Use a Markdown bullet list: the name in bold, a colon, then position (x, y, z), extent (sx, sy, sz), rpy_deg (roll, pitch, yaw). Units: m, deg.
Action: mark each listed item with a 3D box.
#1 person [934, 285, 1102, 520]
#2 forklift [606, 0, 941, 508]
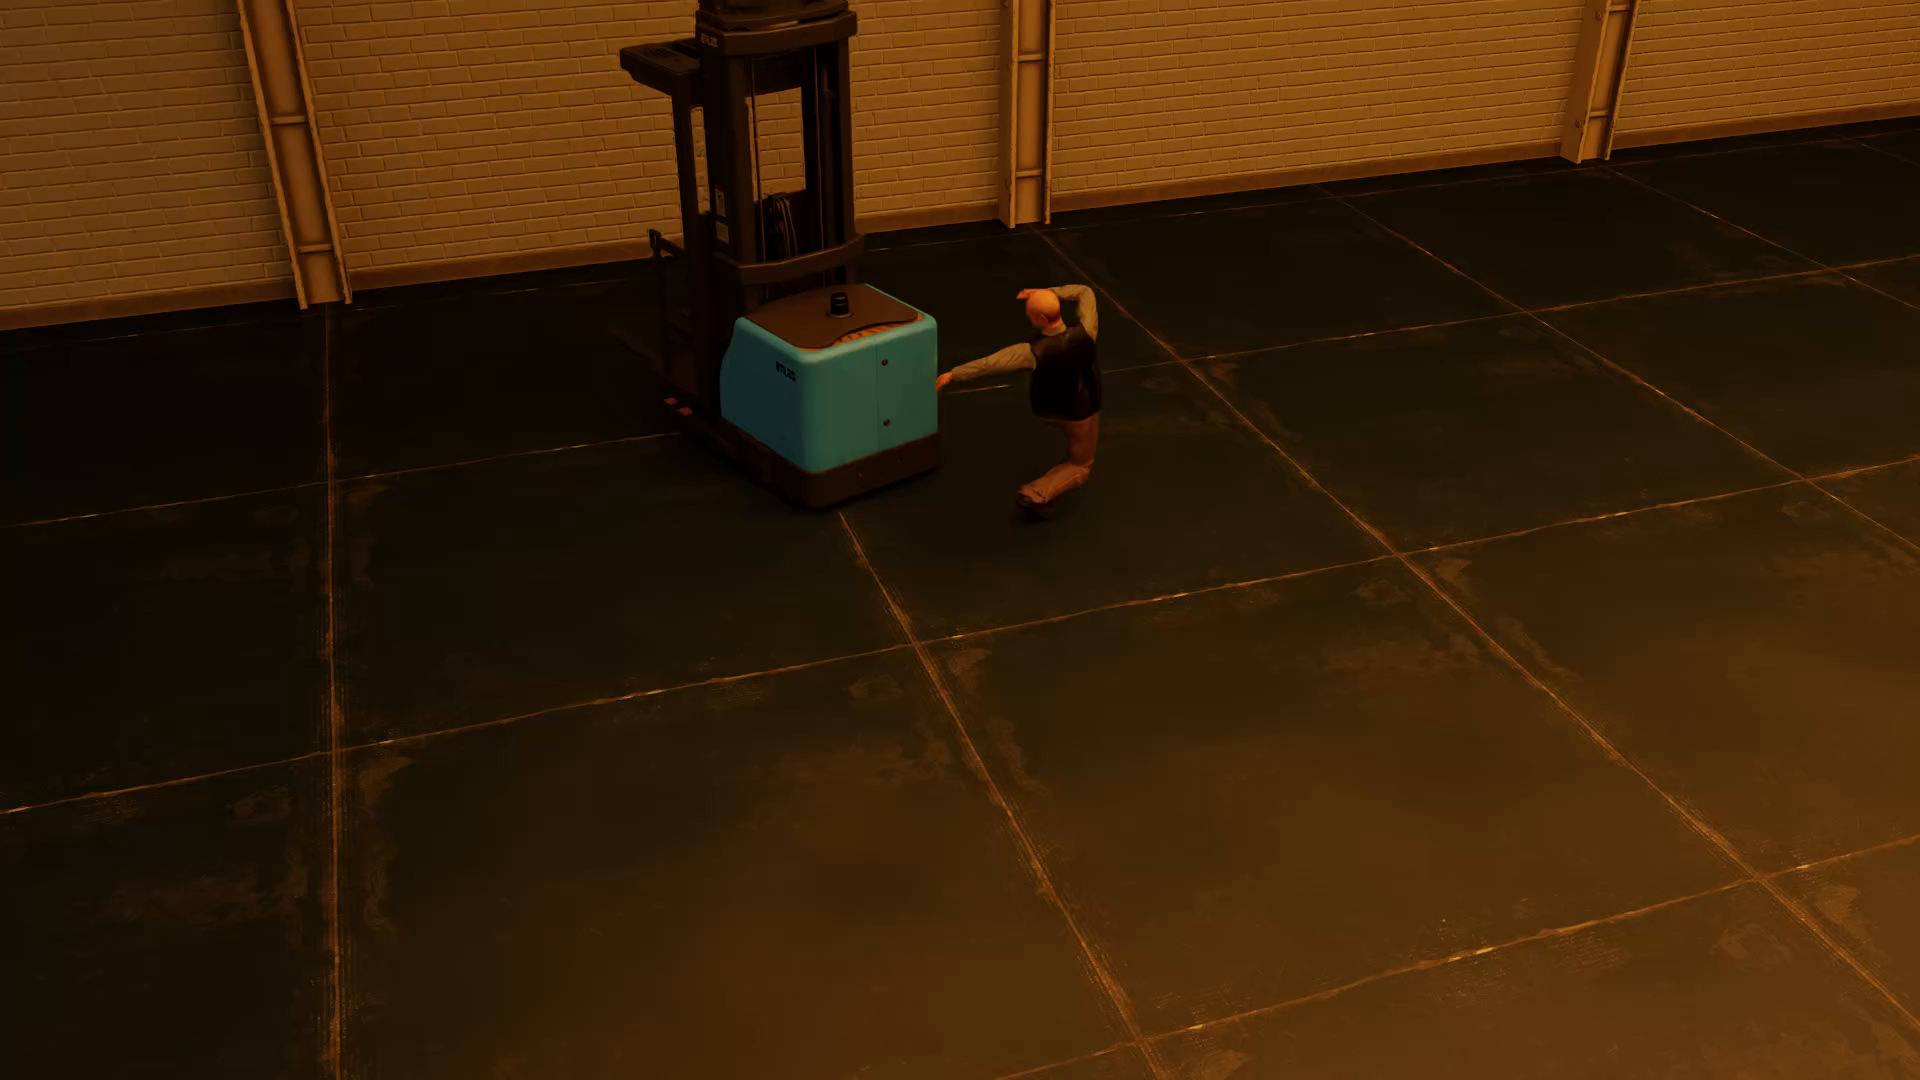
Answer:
- **person**: position (0.415, -0.943, 10.241), extent (0.958, 1.430, 0.953), rpy_deg (11, 32, 18)
- **forklift**: position (-1.424, -2.142, 10.810), extent (1.130, 2.935, 3.031), rpy_deg (-21, 36, -32)
